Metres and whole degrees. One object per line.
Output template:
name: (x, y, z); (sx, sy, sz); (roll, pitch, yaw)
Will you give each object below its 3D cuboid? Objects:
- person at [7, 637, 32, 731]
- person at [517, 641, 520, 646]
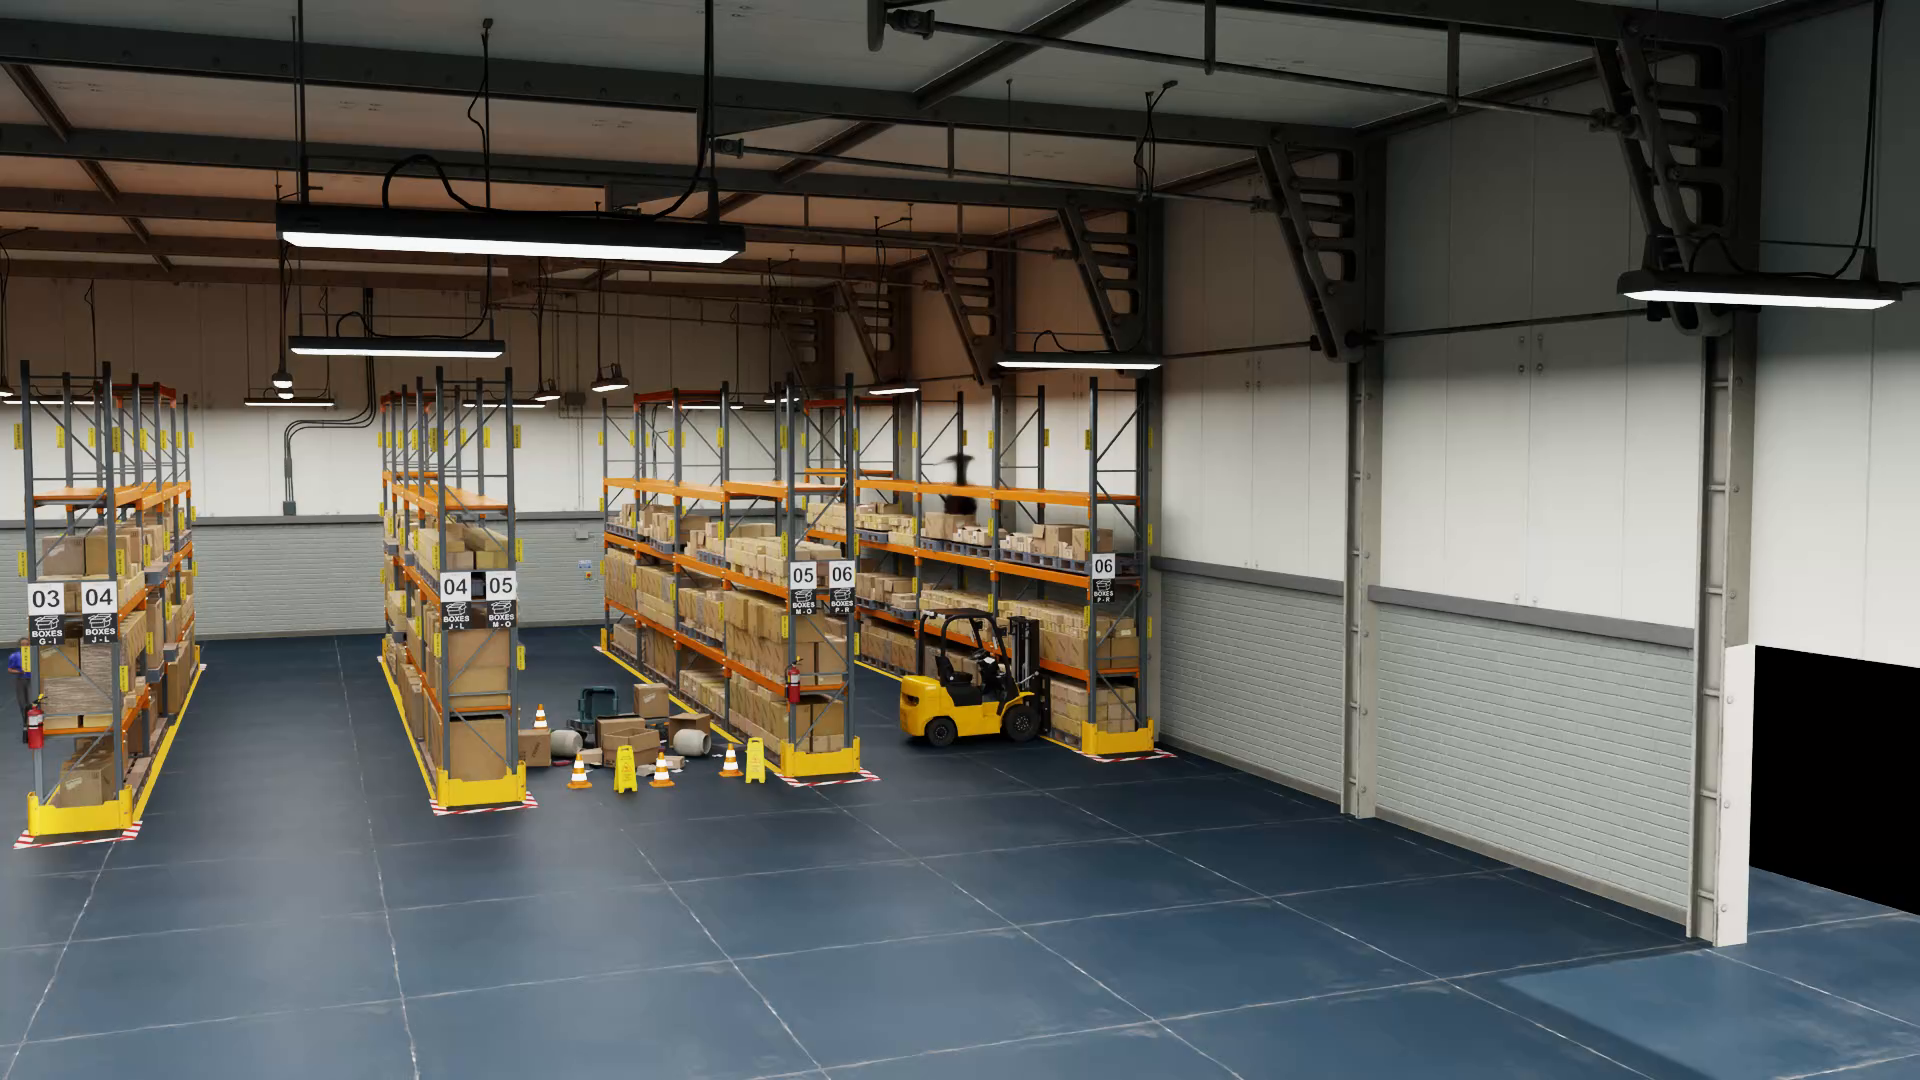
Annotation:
person: (-15.777, 2.485, 28.104); (0.519, 1.715, 0.848); (-1, 4, -23)
person: (-10.698, 1.792, 38.809); (0.844, 1.748, 0.644); (0, 3, -1)
